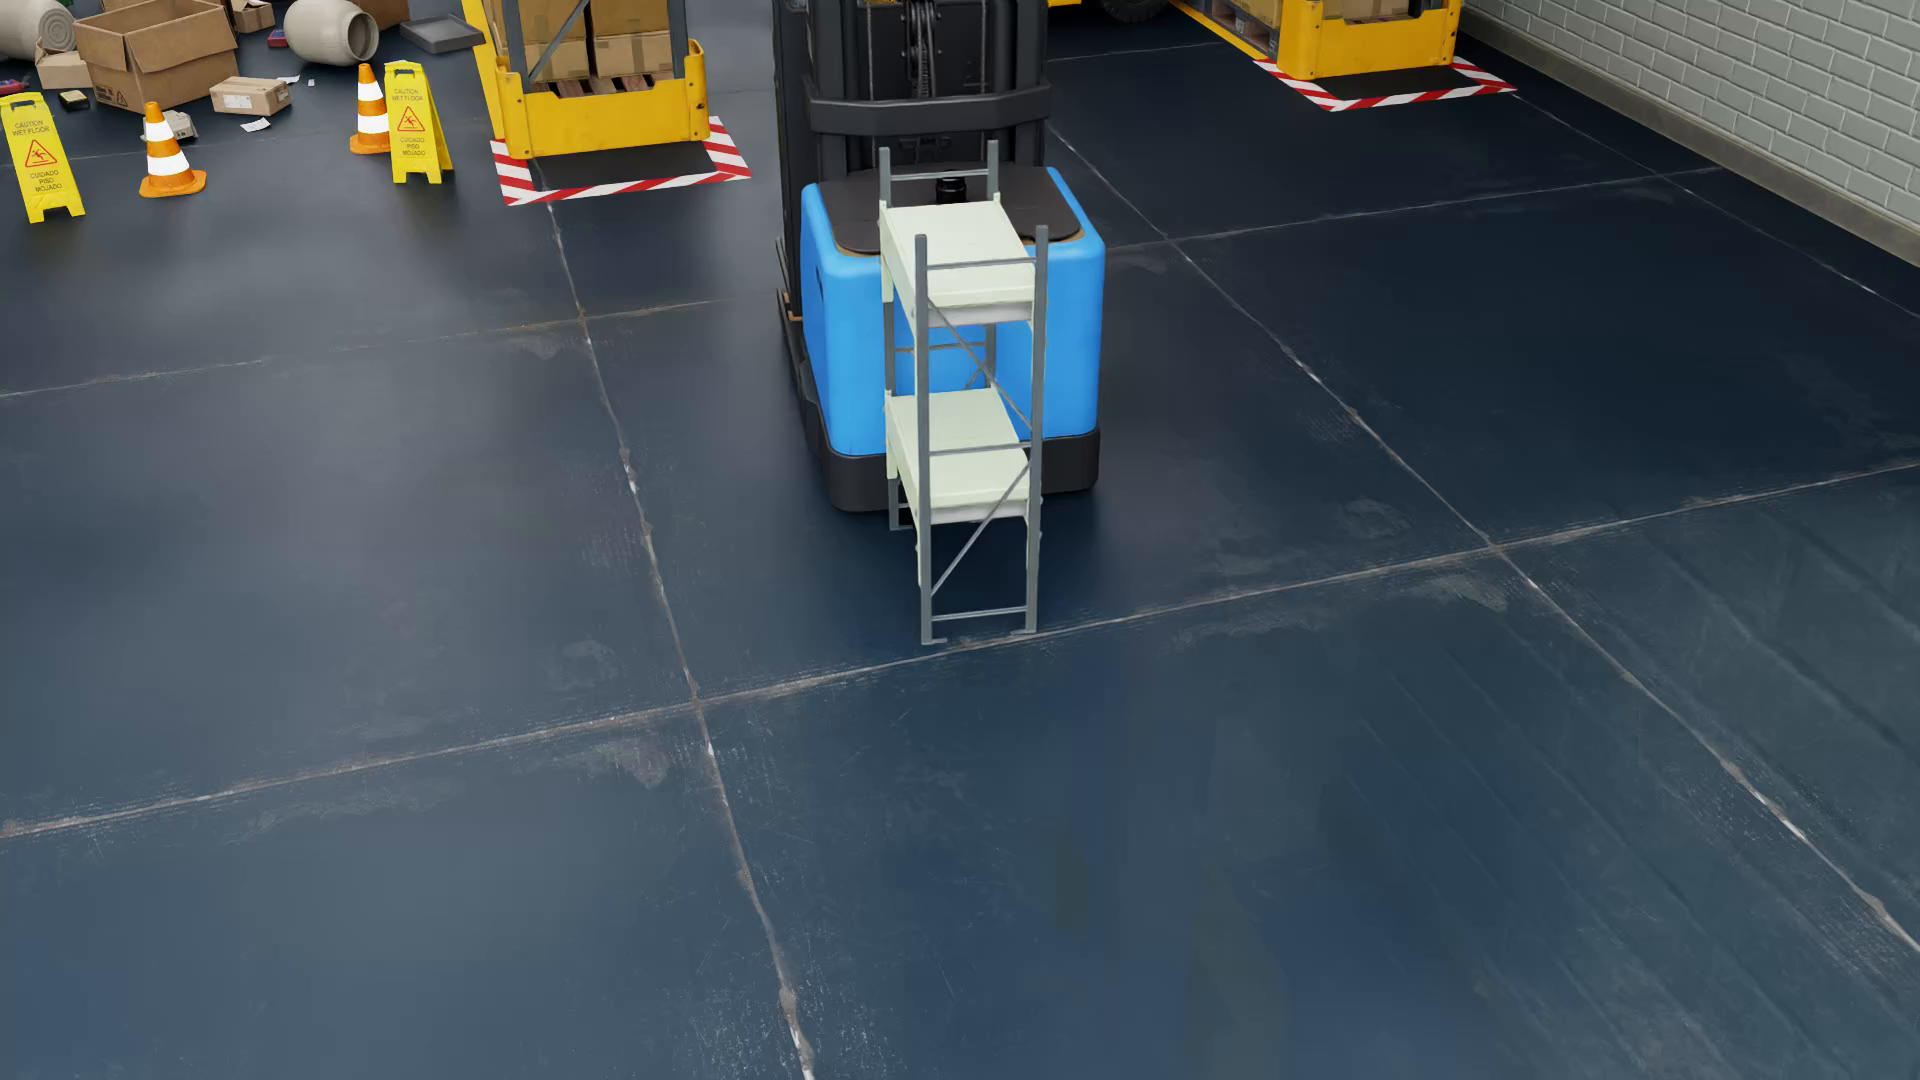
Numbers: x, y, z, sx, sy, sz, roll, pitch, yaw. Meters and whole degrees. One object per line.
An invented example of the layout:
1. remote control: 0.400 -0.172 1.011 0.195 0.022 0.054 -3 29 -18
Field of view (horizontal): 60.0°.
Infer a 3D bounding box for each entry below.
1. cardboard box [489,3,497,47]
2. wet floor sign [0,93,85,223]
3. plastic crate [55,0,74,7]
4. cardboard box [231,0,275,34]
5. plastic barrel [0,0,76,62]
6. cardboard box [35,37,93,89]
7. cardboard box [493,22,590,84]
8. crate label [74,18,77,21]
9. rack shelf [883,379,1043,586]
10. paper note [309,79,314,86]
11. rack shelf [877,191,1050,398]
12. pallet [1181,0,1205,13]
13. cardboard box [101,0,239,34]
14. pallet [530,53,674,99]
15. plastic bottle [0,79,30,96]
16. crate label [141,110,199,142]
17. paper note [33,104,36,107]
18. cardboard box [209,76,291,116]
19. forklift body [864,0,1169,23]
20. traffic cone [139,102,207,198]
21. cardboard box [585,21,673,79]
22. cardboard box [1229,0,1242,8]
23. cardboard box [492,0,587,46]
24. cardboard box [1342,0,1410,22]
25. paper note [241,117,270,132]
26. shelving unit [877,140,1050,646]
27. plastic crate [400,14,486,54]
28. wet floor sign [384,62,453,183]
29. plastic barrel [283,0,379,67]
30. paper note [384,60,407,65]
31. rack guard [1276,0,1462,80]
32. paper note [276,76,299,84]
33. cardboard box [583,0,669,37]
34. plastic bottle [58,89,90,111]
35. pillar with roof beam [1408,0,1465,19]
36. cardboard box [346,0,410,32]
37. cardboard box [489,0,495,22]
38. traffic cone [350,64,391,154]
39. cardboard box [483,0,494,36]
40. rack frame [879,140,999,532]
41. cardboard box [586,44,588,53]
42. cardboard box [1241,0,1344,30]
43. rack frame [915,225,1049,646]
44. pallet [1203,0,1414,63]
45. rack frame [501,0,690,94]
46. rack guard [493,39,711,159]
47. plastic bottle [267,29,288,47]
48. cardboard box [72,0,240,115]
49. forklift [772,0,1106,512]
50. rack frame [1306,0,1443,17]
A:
1. cardboard box: -2.706 -3.259 10.575 0.500 0.250 0.500 -10 35 -15
2. wet floor sign: -4.841 -2.029 8.735 0.267 0.644 0.232 -16 37 -23
3. plastic crate: -6.655 -3.773 11.738 0.450 0.188 0.662 -2 32 16
4. cardboard box: -5.068 -3.750 11.684 0.396 0.266 0.258 19 38 26
5. plastic barrel: -6.149 -3.381 10.983 0.512 0.421 0.421 13 36 18
6. cardboard box: -5.677 -3.060 10.640 0.396 0.266 0.258 -4 34 -6
7. cardboard box: -2.562 -2.999 10.180 0.500 0.250 0.500 -10 35 -15
8. crate label: -6.226 -3.518 11.449 0.250 0.136 0.298 19 38 26
9. rack shelf: -0.002 -0.214 5.804 0.431 0.370 0.720 -6 34 -9
10. paper note: -4.171 -2.942 10.693 0.032 0.001 0.123 -10 35 -15
11. rack shelf: -0.002 -0.811 5.410 0.431 0.370 0.720 -6 34 -9
12. pallet: 2.032 -4.286 12.545 1.003 0.211 1.213 -10 35 -15
13. cardboard box: -5.292 -3.580 11.088 0.797 0.637 0.503 -10 35 -15
14. pallet: -2.290 -2.888 10.429 1.003 0.211 1.213 -10 35 -15
15. plastic bottle: -6.051 -2.862 10.525 0.283 0.061 0.133 -23 40 -31
16. crate label: -4.664 -2.431 9.804 0.298 0.136 0.250 27 42 34
17. paper note: -5.754 -2.685 10.304 0.032 0.001 0.123 7 34 10
18. cardboard box: -4.376 -2.738 10.258 0.380 0.149 0.250 7 34 10
19. forklift body: 0.358 -4.750 11.488 2.313 2.155 1.214 -10 35 -15
20. traffic cone: -4.365 -2.164 9.105 0.336 0.463 0.334 -10 35 -15
21. cardboard box: -2.035 -3.077 10.299 0.500 0.250 0.500 -10 35 -15
22. cardboard box: 2.087 -3.900 11.544 0.500 0.250 0.500 -10 35 -15
23. cardboard box: -2.545 -3.297 9.951 0.500 0.500 0.500 -10 35 -14
24. cardboard box: 2.710 -3.734 11.294 0.500 0.250 0.500 -10 35 -15
25. paper note: -4.236 -2.502 10.008 0.148 0.019 0.142 -23 40 -31
26. shelving unit: -0.002 -0.486 5.625 0.431 1.500 0.755 -6 34 -9
27. plastic crate: -3.574 -3.499 11.472 0.402 0.080 0.583 -23 40 -31
28. wet floor sign: -3.013 -2.317 9.171 0.267 0.644 0.232 1 33 2
29. plastic barrel: -4.124 -3.334 10.911 0.512 0.421 0.421 13 36 18
30. paper note: -3.716 -3.152 10.993 0.142 0.019 0.148 -23 40 -31
31. rack guard: 2.681 -3.360 10.881 1.175 0.500 0.348 -10 35 -15
32. paper note: -4.353 -2.968 10.724 0.148 0.019 0.142 1 33 2
33. cardboard box: -2.043 -3.402 10.111 0.500 0.500 0.500 -11 35 -16
34. plastic bottle: -5.522 -2.743 10.346 0.133 0.061 0.283 -23 40 -31
35. pillar with roof beam: -0.780 -6.712 8.244 9.100 9.000 0.400 -10 35 -15
36. cardboard box: -4.241 -3.846 11.614 0.500 0.500 0.500 13 36 18
37. cardboard box: -2.707 -3.570 10.365 0.500 0.500 0.500 -9 34 -13
38. traffic cone: -3.412 -2.529 9.658 0.336 0.463 0.334 -10 35 -15
39. cardboard box: -2.871 -3.533 10.989 0.500 0.250 0.500 -11 35 -16
40. rack frame: -0.069 -0.684 5.925 0.400 1.500 0.023 -6 34 -9
41. cardboard box: -2.184 -3.346 10.706 0.500 0.250 0.500 -9 34 -13
42. cardboard box: 2.229 -3.637 11.147 0.500 0.250 0.500 -10 35 -14
43. rack frame: 0.065 -0.287 5.325 0.400 1.500 0.023 -6 34 -9
44. pallet: 2.401 -3.647 11.577 1.003 0.211 1.213 -10 35 -15
45. rack frame: -2.052 -3.579 8.945 1.000 3.000 0.127 -10 35 -15
46. rack guard: -2.076 -2.576 9.695 1.175 0.500 0.348 -10 35 -15
47. plastic bottle: -4.665 -3.460 11.431 0.133 0.061 0.283 -4 34 -6
48. cardboard box: -4.999 -3.034 10.385 0.637 0.503 0.797 19 38 26
49. forklift: -0.239 -2.131 6.816 1.130 2.935 3.031 -6 34 -9
50. rack frame: 2.674 -4.416 10.211 1.000 3.000 0.127 -10 35 -15
